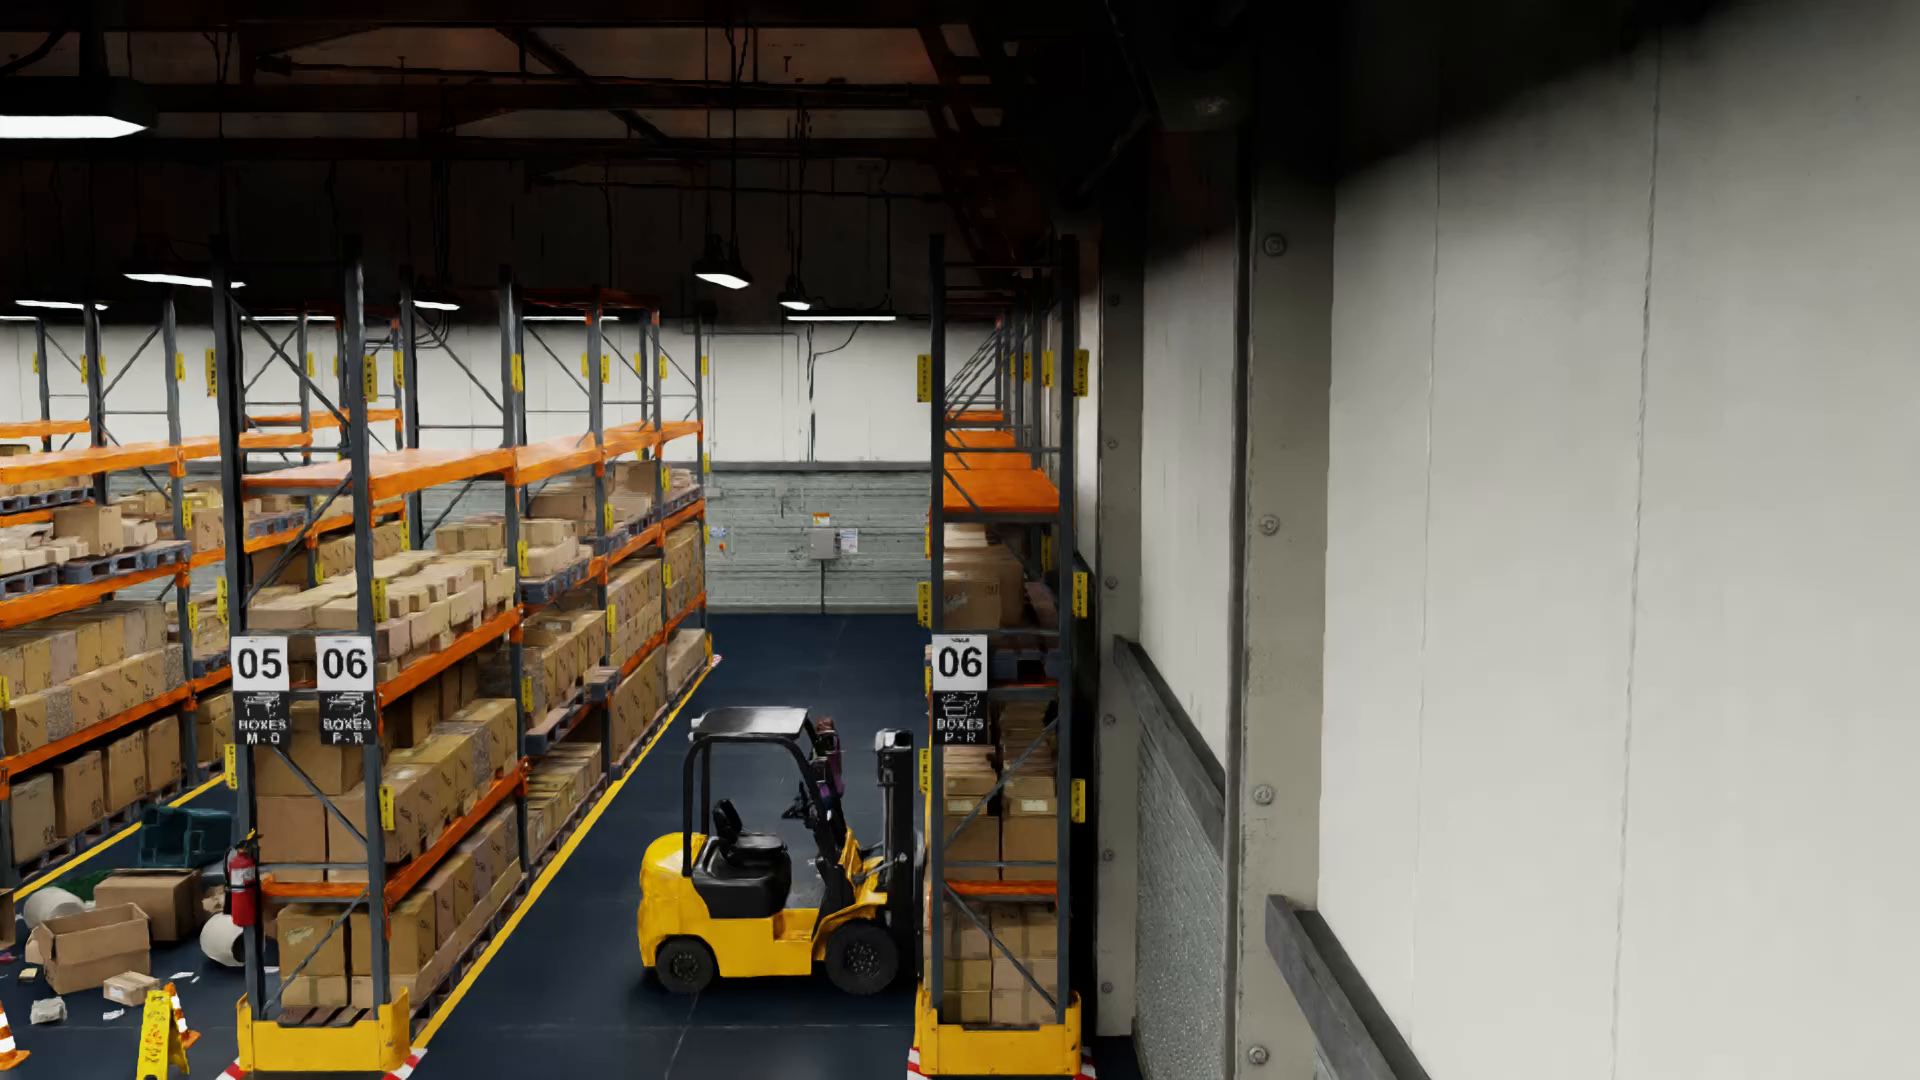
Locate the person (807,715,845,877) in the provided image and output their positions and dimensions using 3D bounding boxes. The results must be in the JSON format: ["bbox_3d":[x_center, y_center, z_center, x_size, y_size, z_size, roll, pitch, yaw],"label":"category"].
[{"bbox_3d":[-1.348,2.530,16.623,0.534,1.589,0.522,3,7,26],"label":"person"}]
